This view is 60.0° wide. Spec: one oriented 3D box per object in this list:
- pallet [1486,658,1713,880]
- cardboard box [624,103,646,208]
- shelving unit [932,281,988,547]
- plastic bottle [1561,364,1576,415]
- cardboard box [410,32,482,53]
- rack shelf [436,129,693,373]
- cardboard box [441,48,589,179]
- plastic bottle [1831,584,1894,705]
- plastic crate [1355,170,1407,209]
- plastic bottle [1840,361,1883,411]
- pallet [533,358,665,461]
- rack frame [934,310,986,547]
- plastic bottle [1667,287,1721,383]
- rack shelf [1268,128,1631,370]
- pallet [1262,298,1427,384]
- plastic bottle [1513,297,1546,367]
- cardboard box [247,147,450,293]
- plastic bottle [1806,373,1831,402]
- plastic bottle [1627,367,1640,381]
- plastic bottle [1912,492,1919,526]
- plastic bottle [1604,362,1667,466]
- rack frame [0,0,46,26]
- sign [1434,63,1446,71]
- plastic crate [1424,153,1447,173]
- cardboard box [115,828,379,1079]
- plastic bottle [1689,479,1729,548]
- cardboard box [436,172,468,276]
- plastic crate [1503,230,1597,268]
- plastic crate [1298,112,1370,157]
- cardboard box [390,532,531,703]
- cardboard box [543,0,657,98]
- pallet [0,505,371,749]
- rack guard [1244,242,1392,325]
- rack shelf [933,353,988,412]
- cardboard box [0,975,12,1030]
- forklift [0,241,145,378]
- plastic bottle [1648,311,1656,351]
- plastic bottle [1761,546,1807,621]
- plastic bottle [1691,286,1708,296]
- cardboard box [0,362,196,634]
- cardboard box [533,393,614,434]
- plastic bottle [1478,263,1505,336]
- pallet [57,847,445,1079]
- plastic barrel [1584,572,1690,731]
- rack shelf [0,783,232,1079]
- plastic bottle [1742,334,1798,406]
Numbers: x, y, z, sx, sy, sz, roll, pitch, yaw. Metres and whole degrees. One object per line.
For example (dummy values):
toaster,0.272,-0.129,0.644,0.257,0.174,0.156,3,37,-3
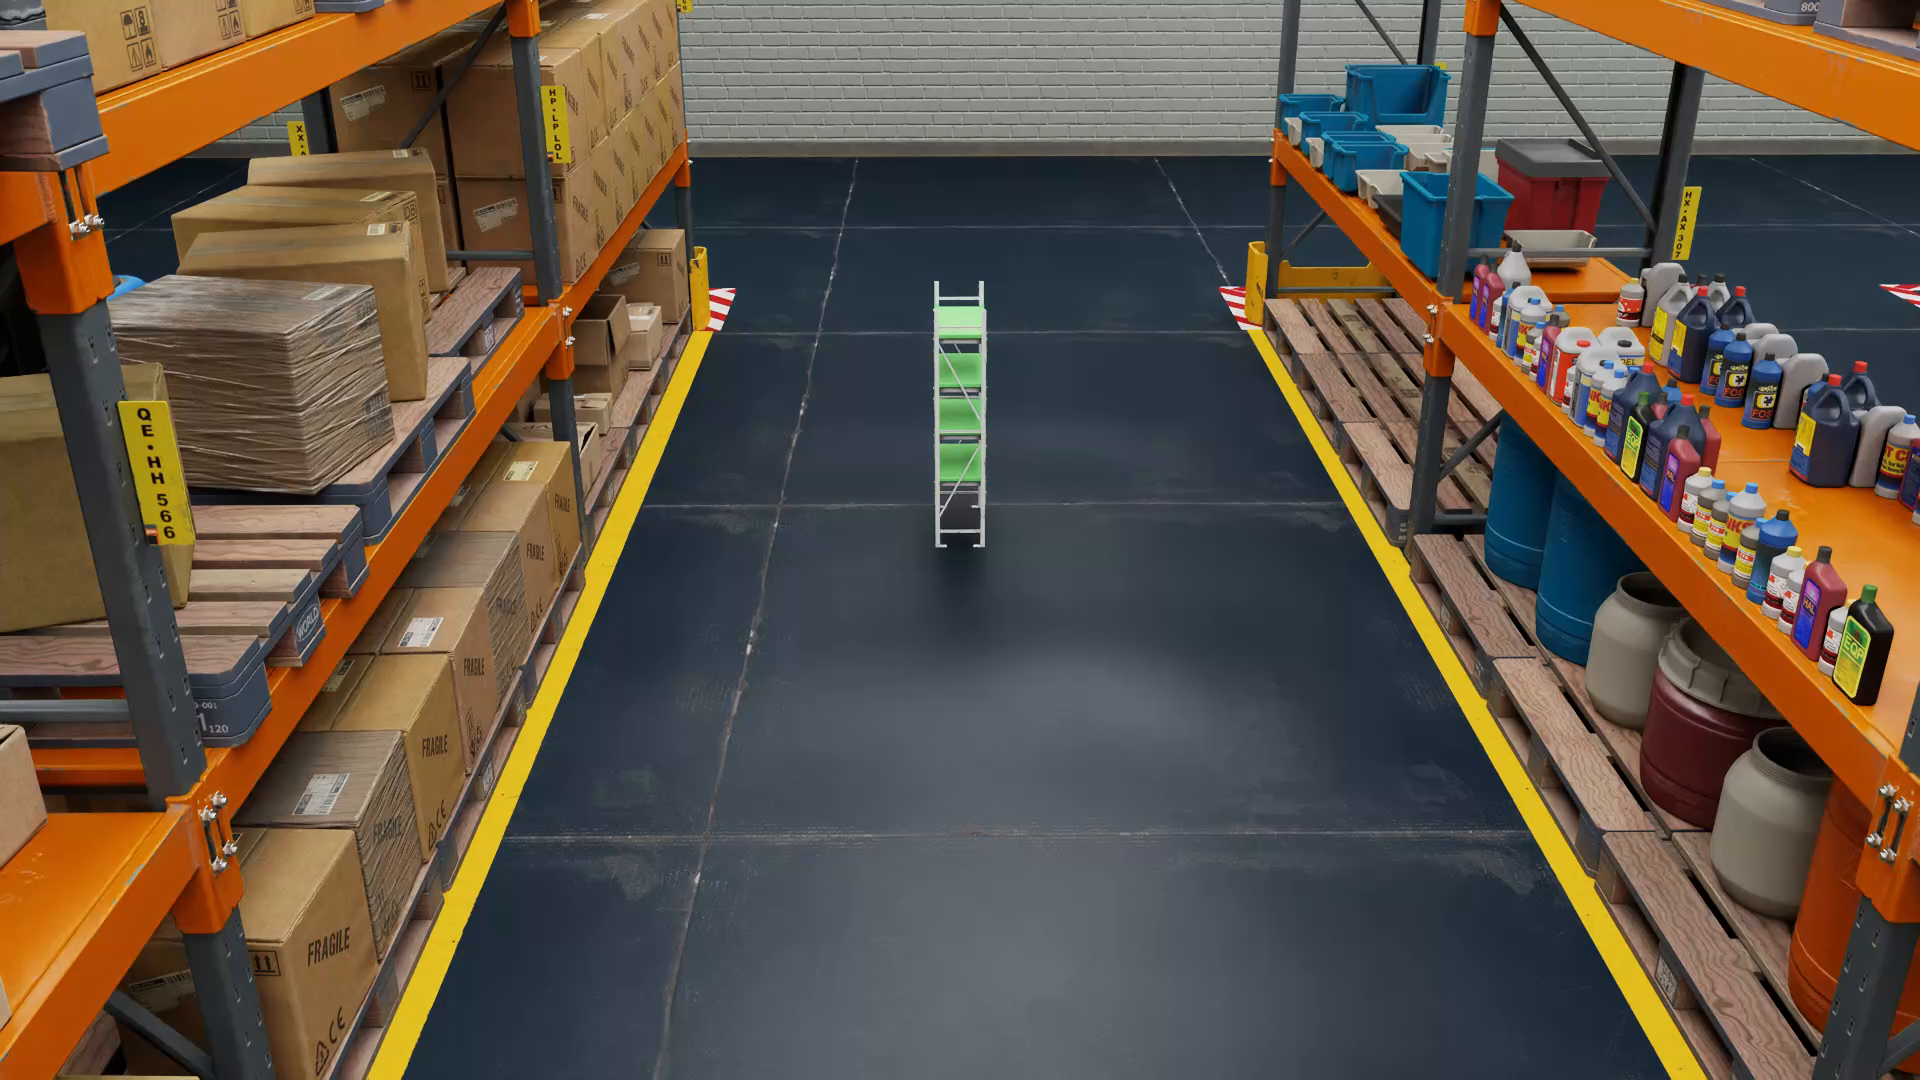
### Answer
pallet,2.643,0.817,6.188,1.003,0.211,1.213,0,24,-1
cardboard box,-2.045,-2.139,9.217,0.500,0.500,0.500,-1,24,-1
shelving unit,-0.002,-0.615,8.154,0.258,1.200,0.503,0,24,-1
plastic bottle,2.268,-0.563,6.097,0.097,0.201,0.097,0,24,0
cardboard box,-2.565,-2.174,8.083,0.500,0.500,0.500,-1,24,-2
rack shelf,-2.315,-1.751,9.355,1.077,0.370,4.000,0,24,-1
cardboard box,-2.016,-1.952,7.590,0.500,0.500,0.500,0,24,1
plastic bottle,2.273,0.261,4.175,0.061,0.283,0.133,0,24,-1
plastic crate,2.341,-1.899,9.056,0.293,0.136,0.466,0,24,-1
plastic bottle,3.010,-0.422,5.603,0.144,0.351,0.185,0,24,-1
pallet,-2.315,-0.771,9.700,1.003,0.211,1.213,0,24,-1
rack frame,0.001,-0.514,7.931,0.240,1.200,0.015,0,24,-1
plastic bottle,2.856,-0.799,6.437,0.144,0.351,0.185,0,24,-1
rack shelf,2.639,-1.772,9.401,1.077,0.370,4.000,0,24,-1
pallet,2.587,-1.314,10.898,1.003,0.211,1.213,0,24,-1
plastic bottle,2.262,-0.826,6.593,0.097,0.271,0.097,0,24,0
cardboard box,-2.511,-1.296,6.844,0.700,0.500,0.500,-9,26,-18
plastic bottle,2.971,-0.444,5.748,0.097,0.271,0.097,0,24,0
plastic bottle,2.422,-0.524,6.010,0.097,0.201,0.097,0,24,0
plastic bottle,3.039,-0.177,5.158,0.097,0.271,0.097,0,24,0
plastic bottle,2.297,-0.438,5.638,0.144,0.351,0.185,0,24,-1
rack frame,-2.249,-2.340,2.504,1.000,3.000,0.127,0,24,-1
sign,3.167,-3.008,11.062,0.100,0.325,0.005,0,24,-1
plastic crate,2.845,-2.140,9.589,0.298,0.136,0.250,0,24,-1
cardboard box,-1.968,1.143,4.583,0.500,0.500,0.500,1,24,2
plastic bottle,2.281,-0.085,5.039,0.097,0.201,0.097,0,24,0
cardboard box,-2.555,-1.505,7.817,0.500,0.500,0.500,0,24,0
plastic crate,2.798,-1.375,7.898,0.396,0.136,0.243,0,24,-1
plastic crate,2.297,-2.501,10.269,0.416,0.233,0.300,0,24,-1
cardboard box,-1.999,0.296,6.455,0.500,0.500,0.500,0,24,0
cardboard box,-2.040,-2.800,9.467,0.500,0.500,0.500,0,24,1
pallet,-2.327,0.202,4.397,1.213,0.211,1.003,0,24,-1
rack guard,2.604,-1.795,11.612,1.175,0.500,0.348,0,24,-1
rack shelf,-0.002,-0.775,8.081,0.258,0.148,0.480,0,24,-1
cardboard box,-1.963,0.877,2.976,0.380,0.149,0.250,0,24,-1
forklift,-4.832,-1.149,7.235,1.130,2.935,3.031,1,24,2
plastic bottle,2.867,-0.866,6.765,0.097,0.201,0.097,0,24,0
plastic bottle,2.286,0.115,4.596,0.097,0.201,0.097,0,24,0
plastic bottle,2.992,-0.908,6.768,0.152,0.276,0.135,0,24,-1
cardboard box,-2.369,-0.103,4.206,0.700,0.500,0.500,-9,26,-18
cardboard box,-2.100,-0.695,9.051,0.380,0.166,0.250,0,24,-1
plastic bottle,2.239,-1.015,6.995,0.061,0.283,0.133,0,24,-1
pallet,-2.219,1.356,4.996,1.003,0.211,1.213,0,24,-1
plastic barrel,2.574,0.416,6.201,0.421,0.512,0.421,0,24,0
rack shelf,-2.227,1.545,2.067,1.077,0.370,4.000,0,24,-1
plastic bottle,2.999,-0.645,6.186,0.152,0.276,0.135,0,24,-1
